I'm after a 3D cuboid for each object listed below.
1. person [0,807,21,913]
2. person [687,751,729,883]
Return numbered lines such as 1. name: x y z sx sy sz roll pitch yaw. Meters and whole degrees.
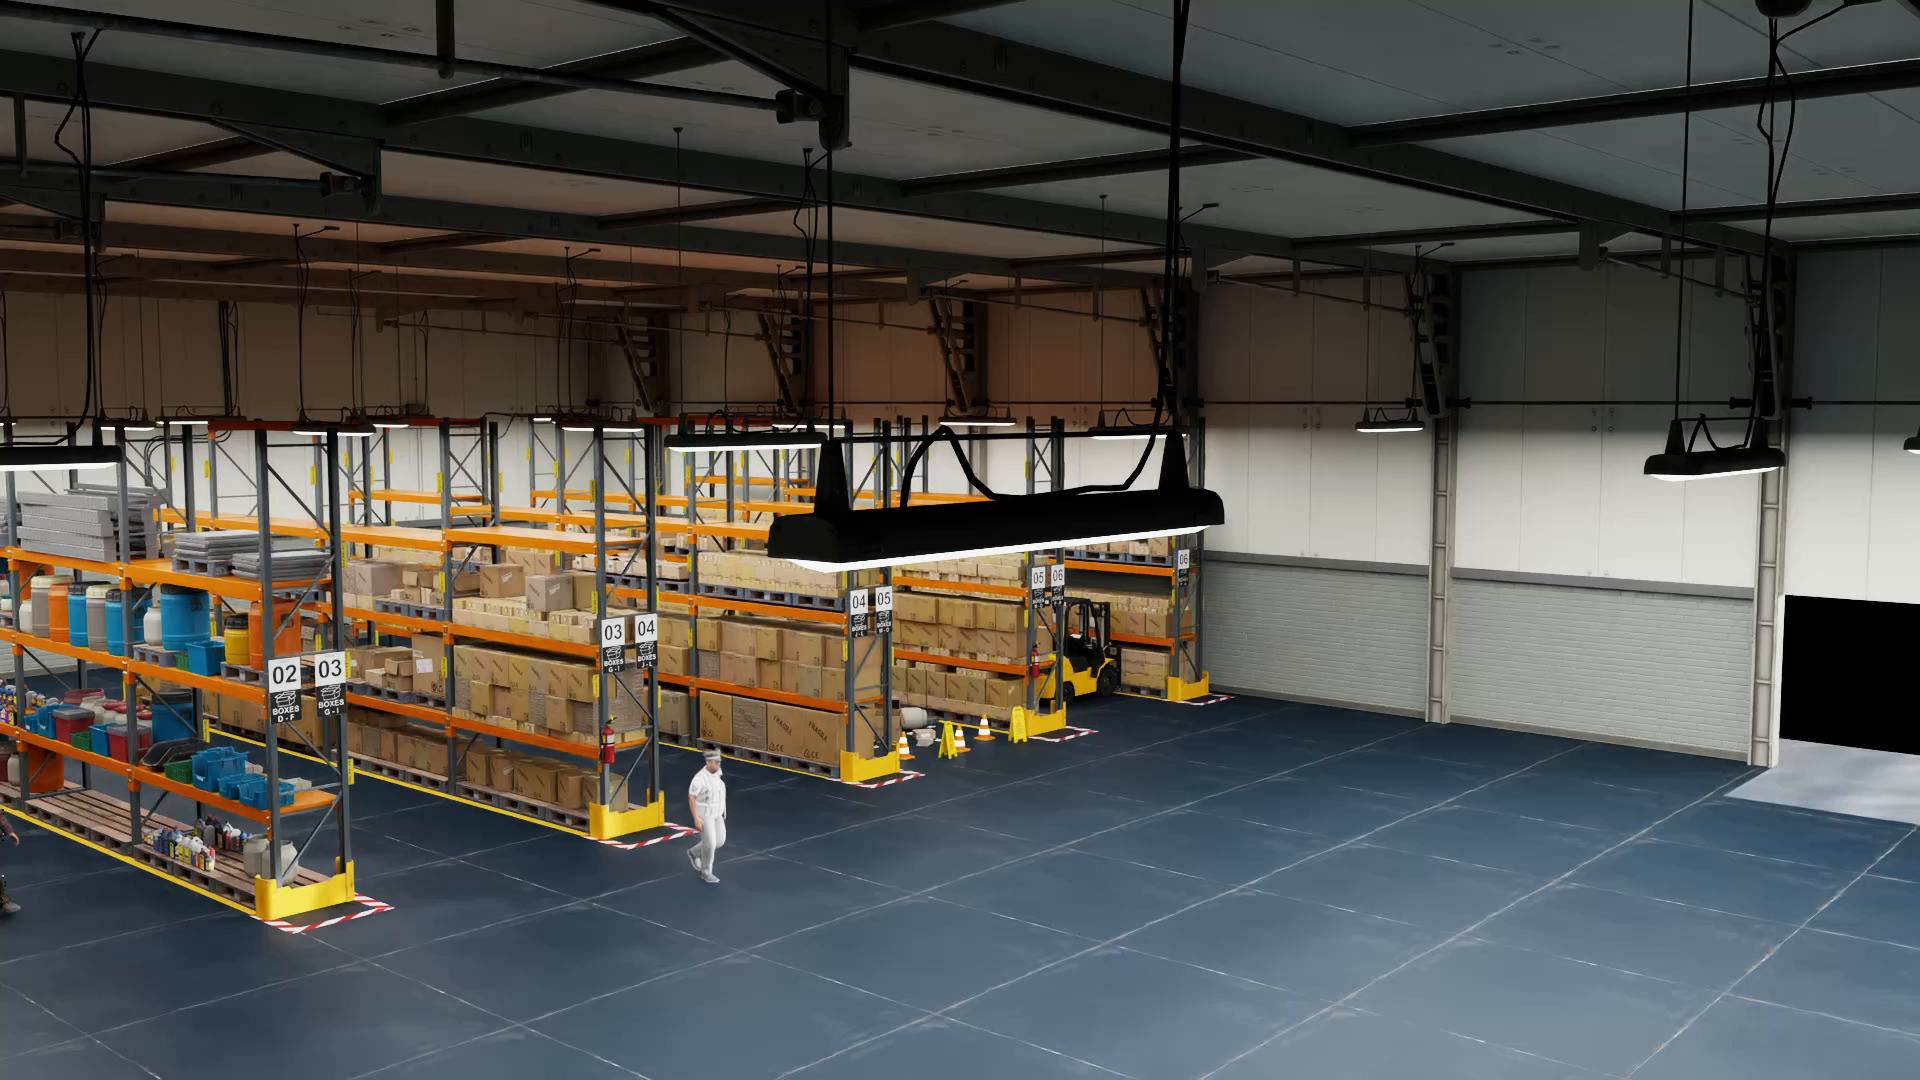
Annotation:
1. person: -12.095 3.730 20.655 1.204 1.712 0.673 1 5 16
2. person: -3.408 3.637 22.106 0.660 1.742 0.626 3 5 29
